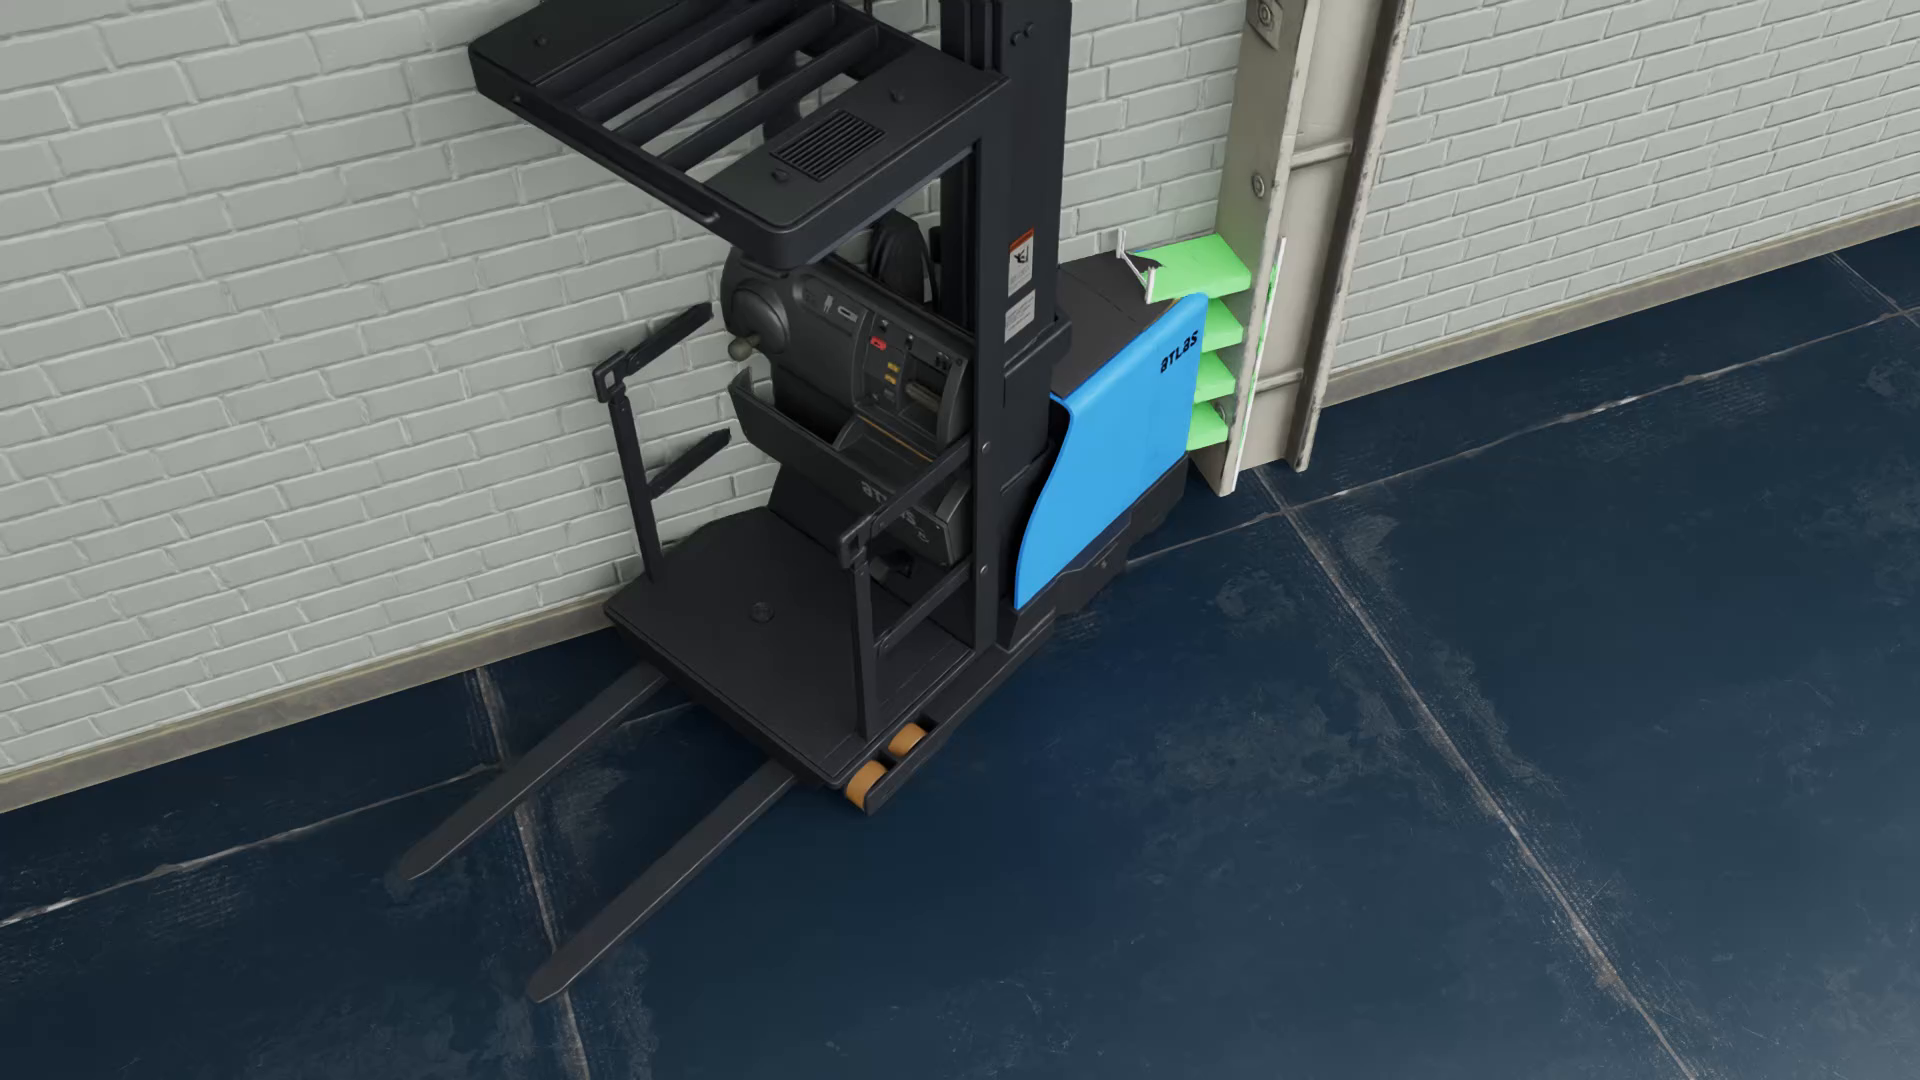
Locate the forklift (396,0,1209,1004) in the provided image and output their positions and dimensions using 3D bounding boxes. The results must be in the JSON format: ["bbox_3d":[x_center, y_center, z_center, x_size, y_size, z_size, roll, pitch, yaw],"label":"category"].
[{"bbox_3d":[-0.488,-0.505,4.751,1.130,2.935,3.031,33,57,25],"label":"forklift"}]

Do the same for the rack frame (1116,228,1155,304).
[{"bbox_3d":[0.568,-0.547,5.906,0.015,1.200,0.240,-16,50,-16],"label":"rack frame"}]

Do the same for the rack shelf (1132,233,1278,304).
[{"bbox_3d":[0.803,-0.895,5.668,0.480,0.148,0.258,-16,50,-16],"label":"rack shelf"}]

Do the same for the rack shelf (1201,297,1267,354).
[{"bbox_3d":[0.797,-0.732,5.844,0.480,0.148,0.258,-16,50,-16],"label":"rack shelf"}]

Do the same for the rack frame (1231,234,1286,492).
[{"bbox_3d":[1.018,-0.677,6.040,0.015,1.200,0.240,-16,50,-16],"label":"rack frame"}]

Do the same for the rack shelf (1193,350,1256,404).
[{"bbox_3d":[0.792,-0.569,6.020,0.480,0.148,0.258,-16,50,-16],"label":"rack shelf"}]

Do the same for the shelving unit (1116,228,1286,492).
[{"bbox_3d":[0.793,-0.612,5.973,0.503,1.200,0.258,-16,50,-16],"label":"shelving unit"}]

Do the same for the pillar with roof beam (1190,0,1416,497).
[{"bbox_3d":[2.747,-0.238,0.523,0.400,9.000,9.100,-17,52,-14],"label":"pillar with roof beam"}]

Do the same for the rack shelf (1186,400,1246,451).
[{"bbox_3d":[0.786,-0.406,6.196,0.480,0.148,0.258,-16,50,-16],"label":"rack shelf"}]
